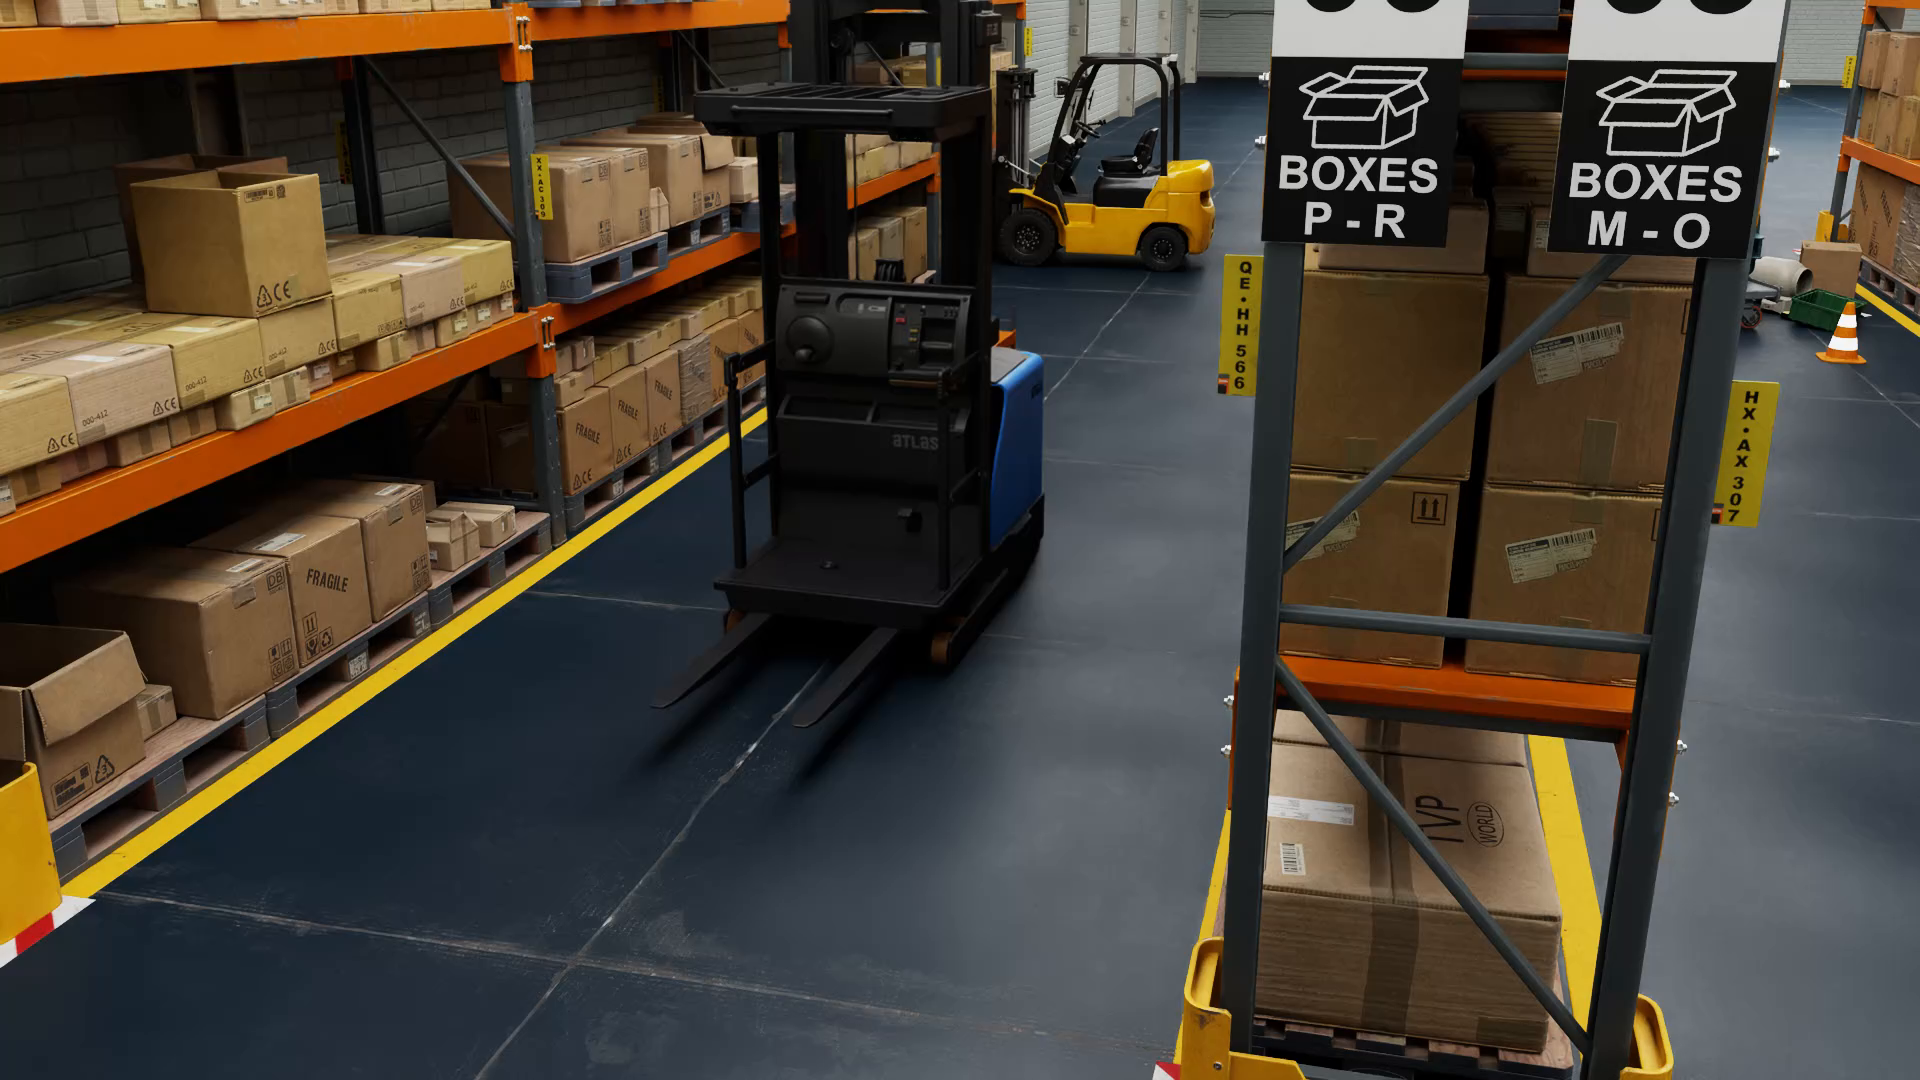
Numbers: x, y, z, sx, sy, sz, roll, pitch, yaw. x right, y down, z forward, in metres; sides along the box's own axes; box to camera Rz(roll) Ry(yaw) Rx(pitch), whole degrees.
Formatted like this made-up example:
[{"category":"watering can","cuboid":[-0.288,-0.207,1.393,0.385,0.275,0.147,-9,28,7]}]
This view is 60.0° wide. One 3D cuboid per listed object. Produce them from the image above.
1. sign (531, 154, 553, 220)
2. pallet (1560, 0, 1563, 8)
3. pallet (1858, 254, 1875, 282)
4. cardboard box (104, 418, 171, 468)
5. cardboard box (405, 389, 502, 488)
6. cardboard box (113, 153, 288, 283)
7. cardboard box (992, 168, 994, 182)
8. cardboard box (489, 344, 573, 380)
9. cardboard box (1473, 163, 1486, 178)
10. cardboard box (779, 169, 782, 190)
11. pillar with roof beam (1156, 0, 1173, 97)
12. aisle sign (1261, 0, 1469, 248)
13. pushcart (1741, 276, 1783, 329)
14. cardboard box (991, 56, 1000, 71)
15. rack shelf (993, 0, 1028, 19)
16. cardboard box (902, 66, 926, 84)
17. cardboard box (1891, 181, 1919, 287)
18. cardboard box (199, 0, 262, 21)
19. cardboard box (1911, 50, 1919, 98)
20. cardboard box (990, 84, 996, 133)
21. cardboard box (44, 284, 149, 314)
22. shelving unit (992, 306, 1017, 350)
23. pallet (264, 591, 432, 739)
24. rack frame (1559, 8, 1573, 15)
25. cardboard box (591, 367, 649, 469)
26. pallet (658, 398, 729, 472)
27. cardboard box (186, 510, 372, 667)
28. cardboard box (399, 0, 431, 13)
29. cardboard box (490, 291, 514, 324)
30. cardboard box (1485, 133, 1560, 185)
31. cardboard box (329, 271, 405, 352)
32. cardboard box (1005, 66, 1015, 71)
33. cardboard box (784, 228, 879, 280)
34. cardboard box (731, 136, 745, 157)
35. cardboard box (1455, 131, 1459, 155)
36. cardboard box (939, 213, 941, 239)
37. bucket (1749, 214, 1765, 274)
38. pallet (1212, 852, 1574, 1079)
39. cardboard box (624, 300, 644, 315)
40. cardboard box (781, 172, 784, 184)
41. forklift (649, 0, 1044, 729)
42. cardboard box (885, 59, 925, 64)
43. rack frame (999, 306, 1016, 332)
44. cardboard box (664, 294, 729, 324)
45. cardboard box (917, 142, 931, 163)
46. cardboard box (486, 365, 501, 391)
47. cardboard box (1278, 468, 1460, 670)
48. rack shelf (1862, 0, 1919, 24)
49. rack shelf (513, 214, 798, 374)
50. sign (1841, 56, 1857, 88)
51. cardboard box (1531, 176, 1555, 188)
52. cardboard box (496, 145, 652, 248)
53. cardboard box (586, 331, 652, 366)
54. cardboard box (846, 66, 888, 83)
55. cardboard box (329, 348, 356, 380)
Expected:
[{"category":"sign","cuboid":[-2.134,-1.799,8.474,0.100,0.325,0.005,5,19,13]},{"category":"pallet","cuboid":[1.942,-2.161,6.369,1.003,0.211,1.213,5,19,13]},{"category":"pallet","cuboid":[9.789,-2.864,17.247,1.003,0.211,1.213,5,19,13]},{"category":"cardboard box","cuboid":[-3.124,-0.381,6.052,0.380,0.149,0.250,5,20,15]},{"category":"cardboard box","cuboid":[-2.829,-0.623,9.588,0.500,0.500,0.500,5,19,13]},{"category":"cardboard box","cuboid":[-3.284,-1.409,7.282,0.500,0.500,0.500,4,19,12]},{"category":"cardboard box","cuboid":[0.096,-3.915,18.066,0.500,0.250,0.500,4,19,12]},{"category":"cardboard box","cuboid":[-2.376,-0.989,9.197,0.380,0.149,0.250,4,19,12]},{"category":"cardboard box","cuboid":[2.057,-1.071,5.981,0.500,0.500,0.500,5,19,14]},{"category":"cardboard box","cuboid":[-1.474,-2.527,11.684,0.380,0.149,0.250,5,19,14]},{"category":"pillar with roof beam","cuboid":[9.264,-15.065,39.372,9.100,9.000,0.400,5,19,13]},{"category":"aisle sign","cuboid":[0.856,-1.017,3.503,0.394,0.787,0.004,5,19,13]},{"category":"pushcart","cuboid":[6.329,-2.141,14.872,1.648,0.377,0.936,-2,19,-6]},{"category":"cardboard box","cuboid":[0.229,-5.230,18.242,0.380,0.149,0.250,5,20,15]},{"category":"rack shelf","cuboid":[-0.219,-5.643,17.540,1.077,0.370,4.000,5,19,13]},{"category":"cardboard box","cuboid":[-0.342,-4.509,16.128,0.380,0.149,0.250,5,20,14]},{"category":"cardboard box","cuboid":[9.369,-2.855,15.542,0.875,0.875,0.875,5,19,14]},{"category":"cardboard box","cuboid":[-2.868,-2.031,6.241,0.380,0.149,0.250,5,19,13]},{"category":"cardboard box","cuboid":[9.463,-4.389,15.493,0.875,0.550,0.500,5,19,13]},{"category":"cardboard box","cuboid":[0.143,-4.741,18.271,0.500,0.500,0.500,4,19,12]},{"category":"cardboard box","cuboid":[-3.404,-0.891,6.927,0.500,0.250,0.500,5,19,13]},{"category":"shelving unit","cuboid":[0.125,-0.679,9.319,0.258,1.200,0.503,6,20,16]},{"category":"pallet","cuboid":[-3.127,0.489,7.430,1.003,0.211,1.213,5,19,13]},{"category":"rack frame","cuboid":[2.152,-1.039,7.588,1.000,3.000,0.127,5,19,13]},{"category":"cardboard box","cuboid":[-2.206,-0.747,9.951,0.500,0.500,0.500,4,19,13]},{"category":"pallet","cuboid":[-2.204,-0.751,11.061,1.003,0.211,1.213,5,19,13]},{"category":"cardboard box","cuboid":[-2.926,0.201,7.175,0.500,0.500,0.500,5,19,14]},{"category":"cardboard box","cuboid":[-2.601,-2.434,7.422,0.380,0.149,0.250,5,20,15]},{"category":"cardboard box","cuboid":[-2.495,-1.191,8.422,0.380,0.149,0.250,5,19,14]},{"category":"cardboard box","cuboid":[1.966,-1.271,5.562,0.380,0.149,0.250,5,19,13]},{"category":"cardboard box","cuboid":[-2.793,-1.007,7.267,0.500,0.250,0.500,5,19,13]},{"category":"cardboard box","cuboid":[0.423,-5.332,18.999,0.380,0.149,0.250,5,19,14]},{"category":"cardboard box","cuboid":[-1.203,-2.369,14.507,0.875,0.625,0.625,4,19,11]},{"category":"cardboard box","cuboid":[-1.845,-3.012,12.823,0.500,0.250,0.500,5,20,15]},{"category":"cardboard box","cuboid":[1.559,-1.383,5.892,0.380,0.149,0.250,5,19,13]},{"category":"cardboard box","cuboid":[-0.290,-3.198,16.742,0.500,0.250,0.500,5,19,13]},{"category":"bucket","cuboid":[6.729,-2.582,14.819,0.726,0.611,0.620,12,32,32]},{"category":"pallet","cuboid":[1.294,1.278,5.120,1.003,0.211,1.213,5,19,13]},{"category":"cardboard box","cuboid":[-2.362,-1.538,11.265,0.380,0.149,0.250,4,19,12]},{"category":"cardboard box","cuboid":[-1.340,-2.732,12.778,0.500,0.250,0.500,5,19,14]},{"category":"forklift","cuboid":[-0.466,-0.955,7.449,1.130,2.935,3.031,6,20,16]},{"category":"cardboard box","cuboid":[-0.579,-4.955,17.435,0.380,0.149,0.250,4,19,13]},{"category":"rack frame","cuboid":[0.197,-0.754,9.540,0.240,1.200,0.015,6,20,16]},{"category":"cardboard box","cuboid":[-1.813,-1.585,11.402,0.380,0.149,0.250,5,20,15]},{"category":"cardboard box","cuboid":[-0.577,-3.687,15.575,0.500,0.250,0.500,5,20,15]},{"category":"cardboard box","cuboid":[-2.793,-0.973,9.611,0.380,0.149,0.250,5,19,13]},{"category":"cardboard box","cuboid":[1.036,-0.004,4.405,0.500,0.500,0.500,5,19,14]},{"category":"rack shelf","cuboid":[9.420,-4.893,15.344,1.077,0.370,4.000,5,19,13]},{"category":"rack shelf","cuboid":[-2.174,-1.716,10.684,1.077,0.370,4.000,5,19,13]},{"category":"sign","cuboid":[9.372,-4.934,17.529,0.100,0.325,0.005,5,19,13]},{"category":"cardboard box","cuboid":[1.699,-0.862,4.366,0.380,0.149,0.250,5,20,15]},{"category":"cardboard box","cuboid":[-2.201,-1.972,9.516,0.700,0.500,0.500,5,19,14]},{"category":"cardboard box","cuboid":[-2.121,-1.180,10.217,0.380,0.149,0.250,5,19,13]},{"category":"cardboard box","cuboid":[-0.923,-4.556,16.267,0.380,0.149,0.250,5,19,14]},{"category":"cardboard box","cuboid":[-2.875,-0.790,7.248,0.380,0.149,0.250,5,19,14]}]
